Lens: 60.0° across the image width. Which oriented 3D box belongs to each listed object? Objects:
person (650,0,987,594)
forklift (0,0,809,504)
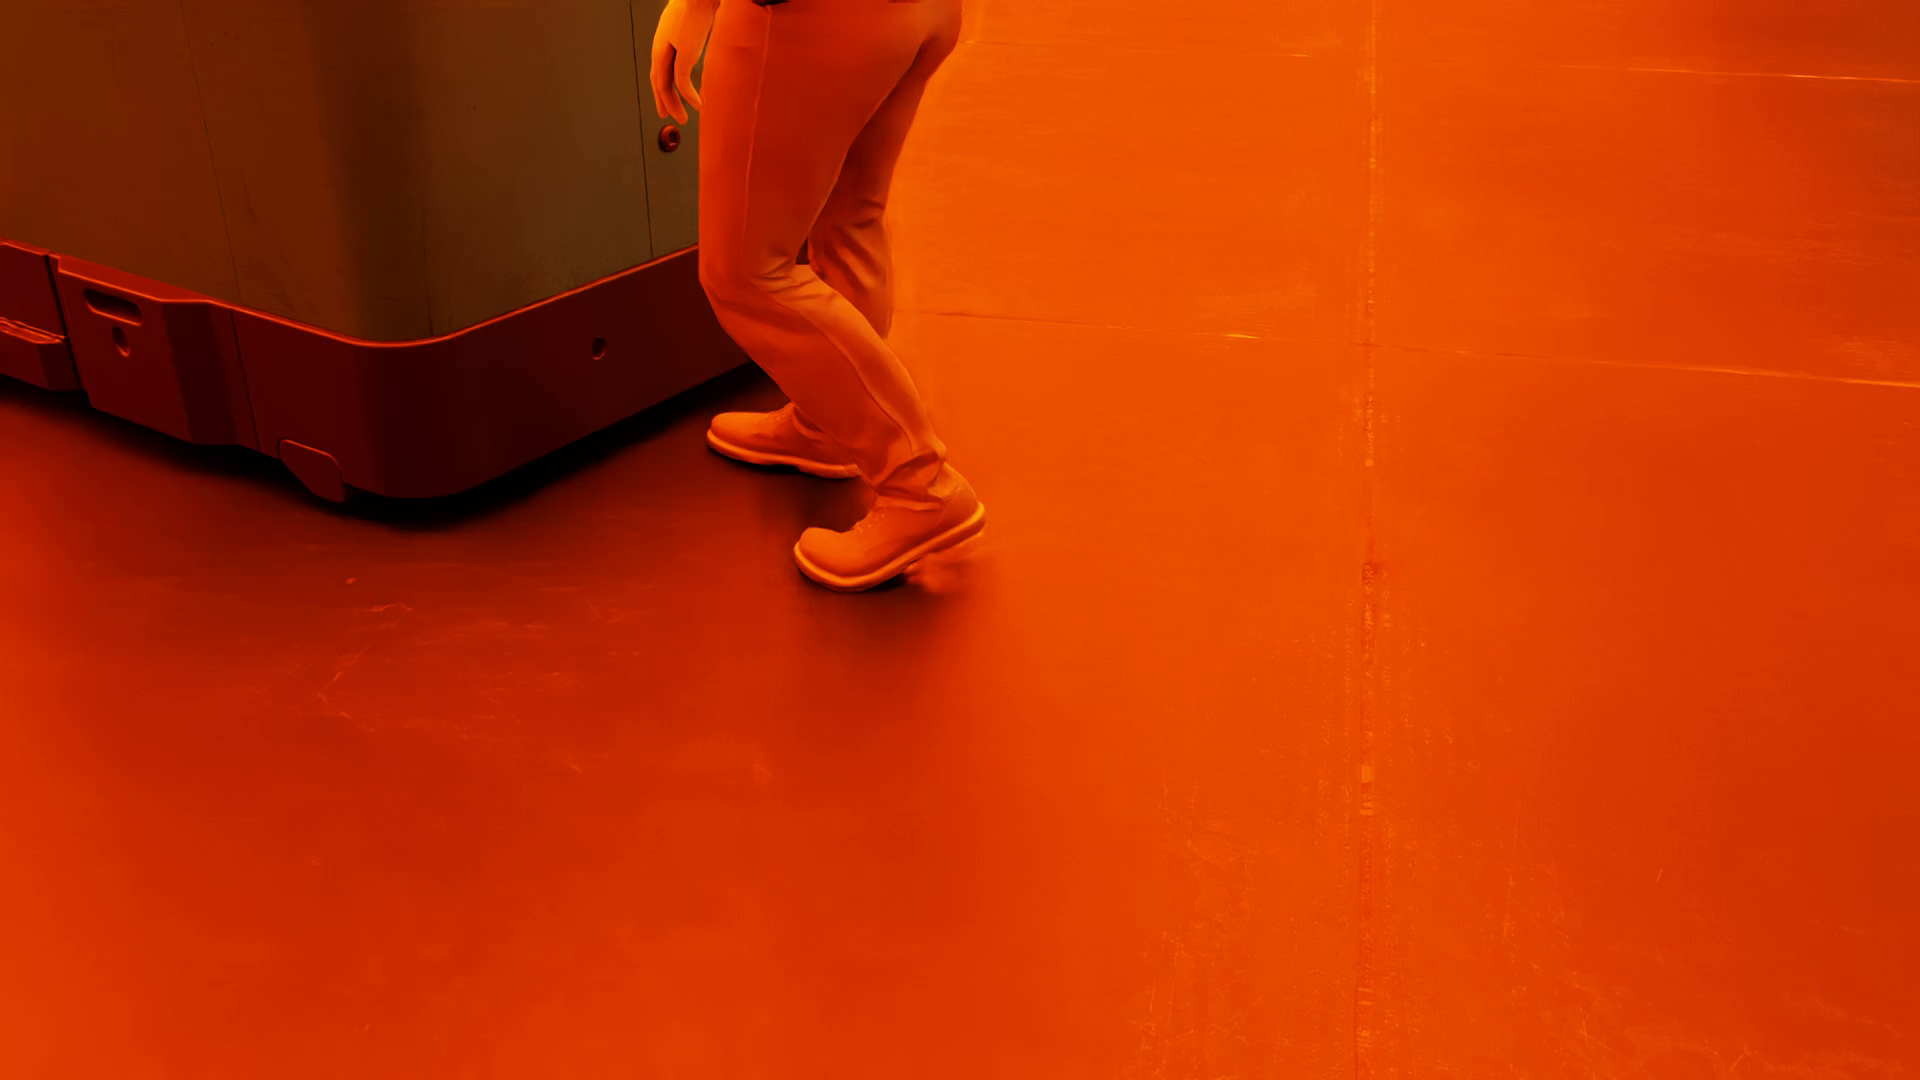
[{"bbox_3d":[-0.238,-0.725,2.131,0.602,1.635,0.639,10,29,20],"label":"person"},{"bbox_3d":[-1.755,-1.860,2.932,3.031,2.935,1.130,17,31,29],"label":"forklift"}]
